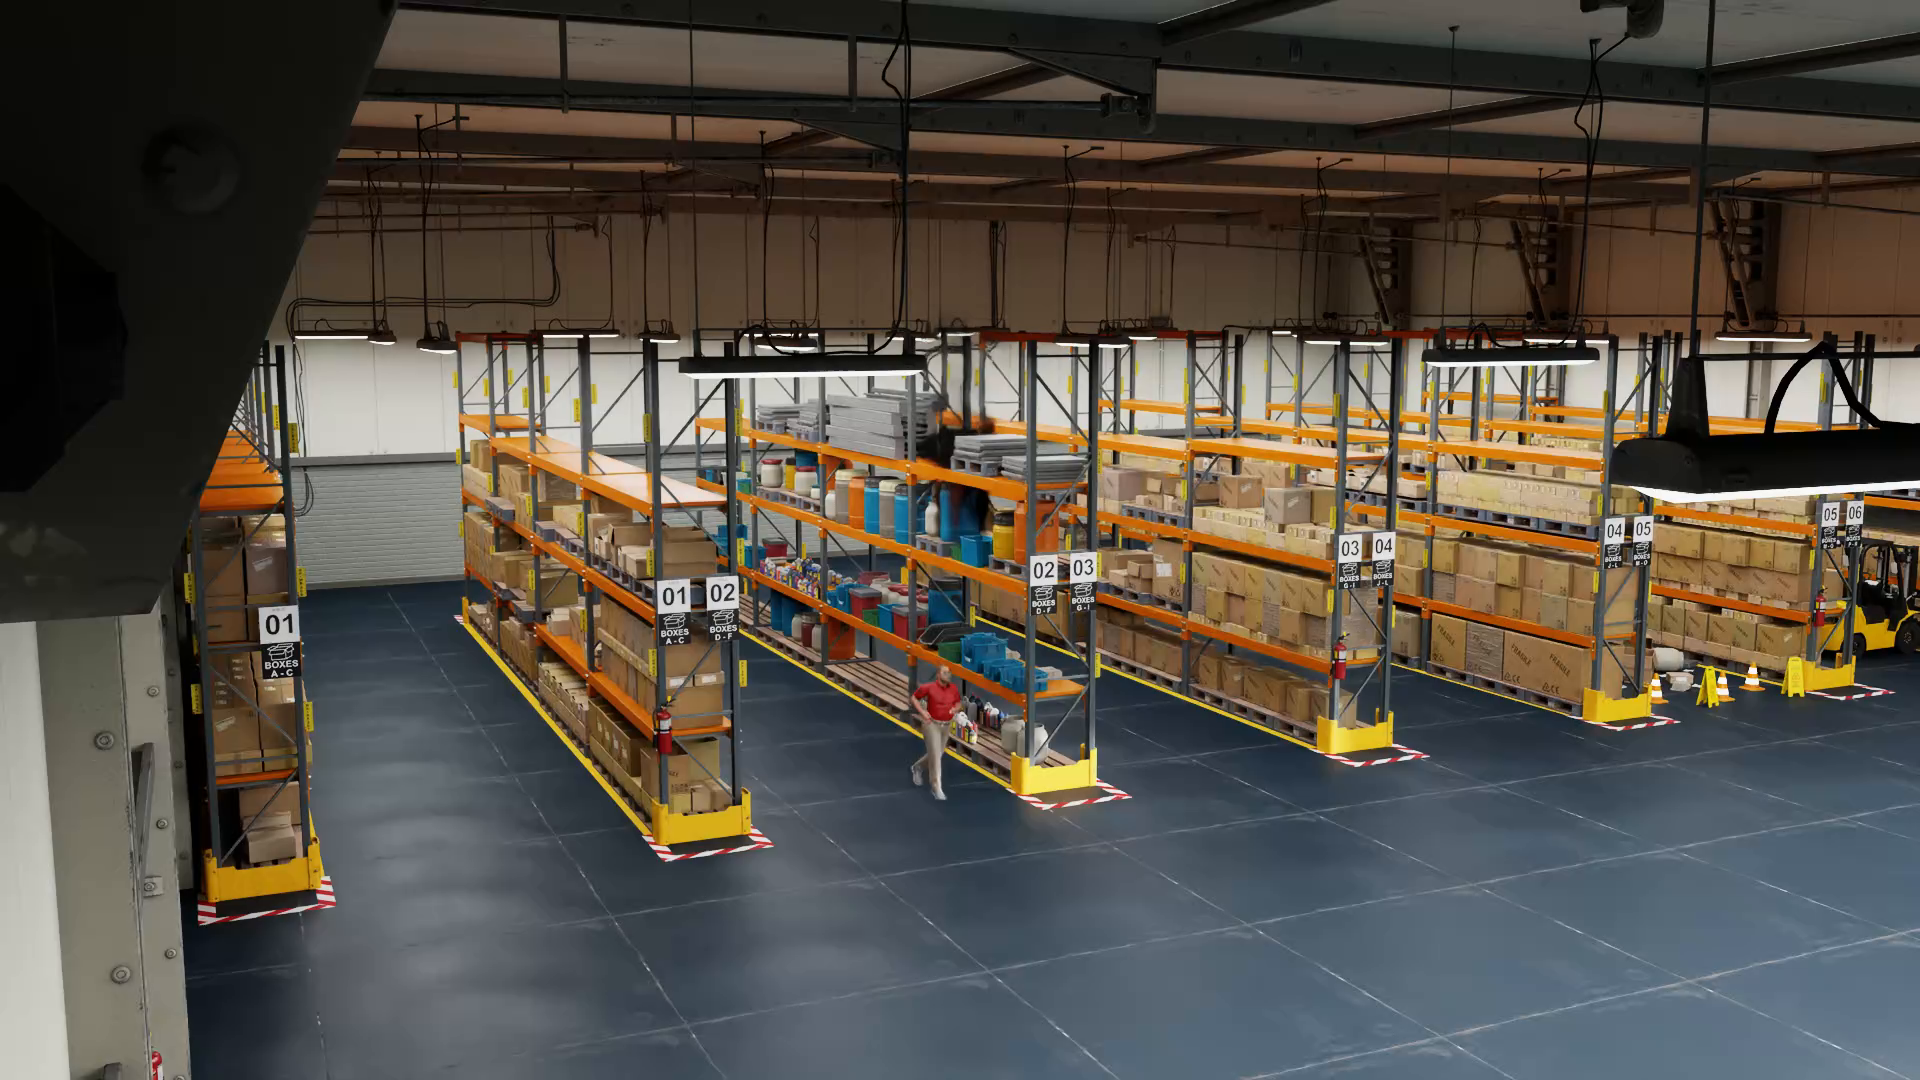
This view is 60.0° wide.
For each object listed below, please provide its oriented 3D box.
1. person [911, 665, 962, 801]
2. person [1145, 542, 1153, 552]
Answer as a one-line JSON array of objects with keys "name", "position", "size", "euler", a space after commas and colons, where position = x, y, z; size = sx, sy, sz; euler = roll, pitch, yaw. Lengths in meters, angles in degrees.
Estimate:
[{"name": "person", "position": [-0.276, 2.529, 22.206], "size": [0.690, 1.728, 0.884], "euler": [-6, 10, -36]}, {"name": "person", "position": [4.877, -0.284, 42.515], "size": [0.705, 1.823, 0.632], "euler": [-5, 9, -32]}]
